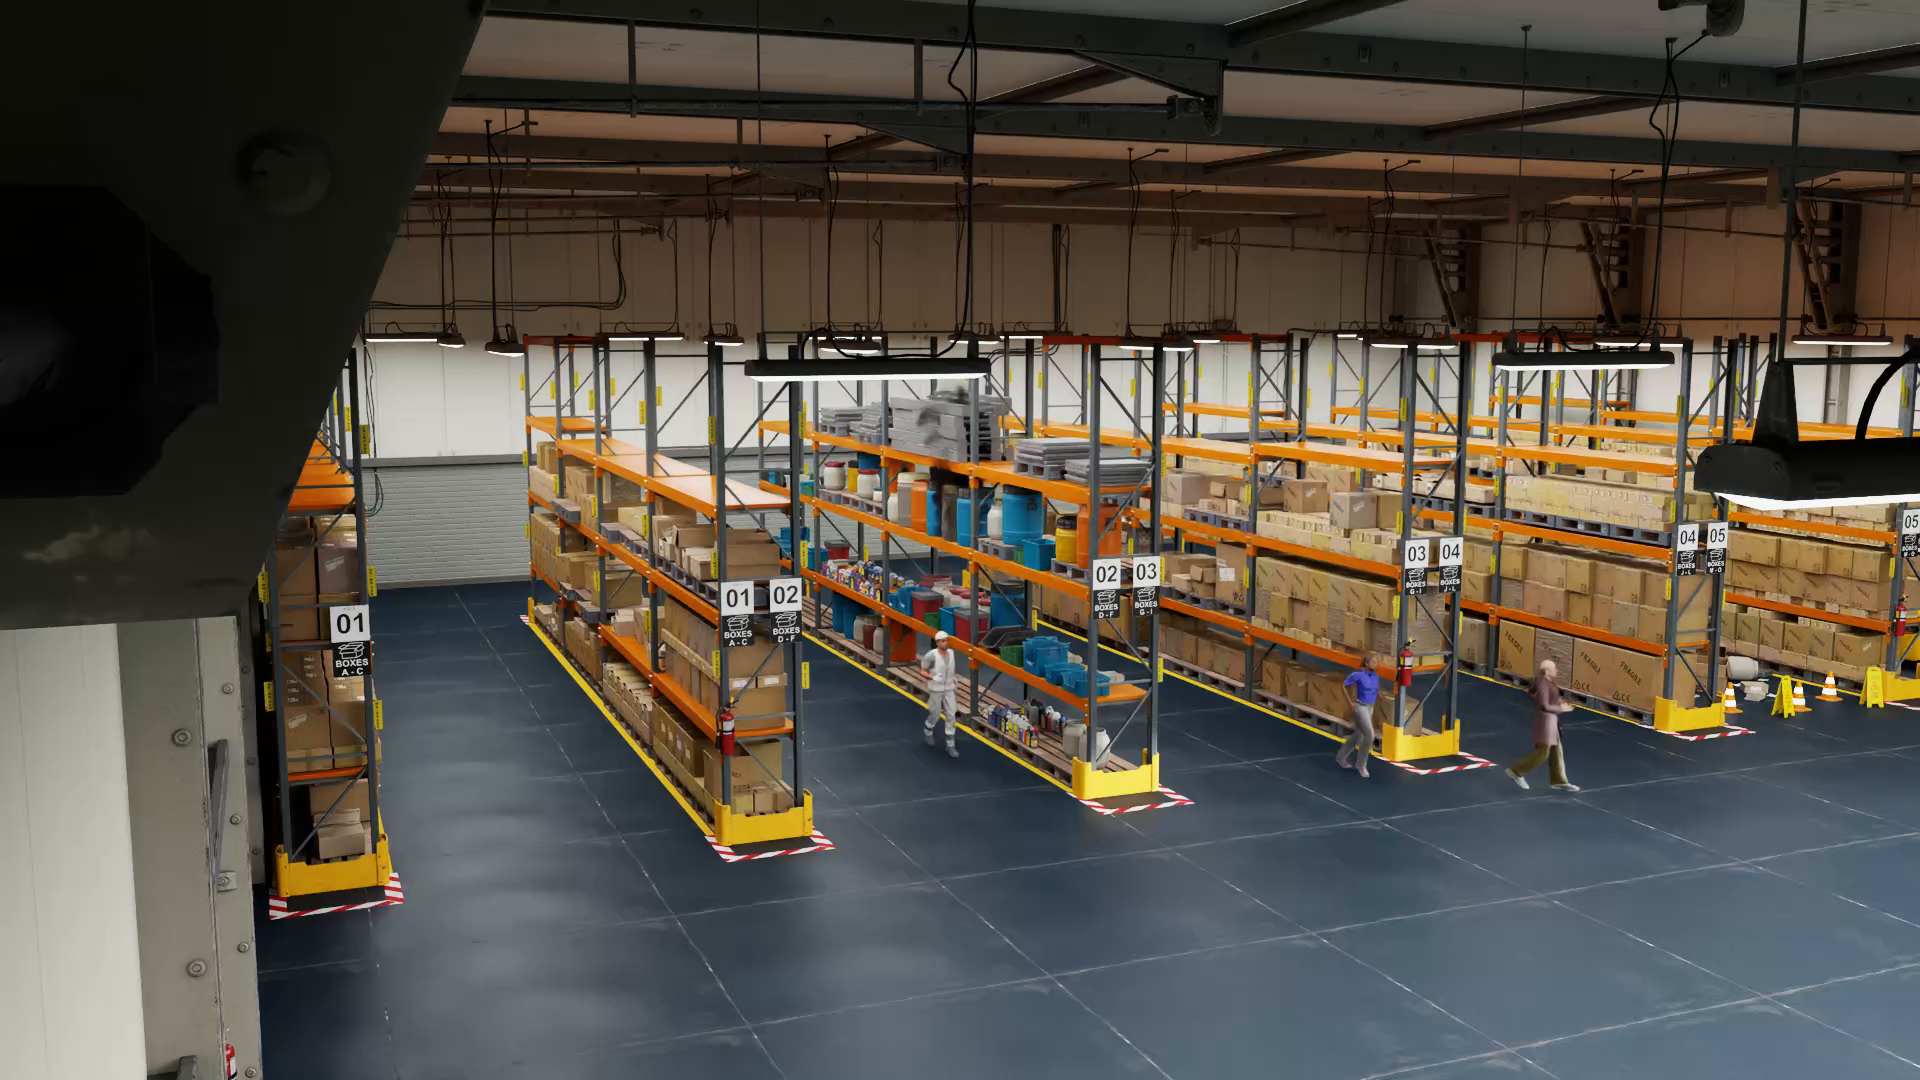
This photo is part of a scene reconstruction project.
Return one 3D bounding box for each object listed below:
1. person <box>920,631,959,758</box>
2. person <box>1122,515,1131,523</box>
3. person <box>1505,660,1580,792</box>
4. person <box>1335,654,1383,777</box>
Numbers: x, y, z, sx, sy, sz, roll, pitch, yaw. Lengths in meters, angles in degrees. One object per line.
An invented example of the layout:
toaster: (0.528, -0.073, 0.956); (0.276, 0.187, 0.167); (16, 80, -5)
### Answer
person: (-0.301, 2.213, 24.304); (0.630, 1.799, 0.922); (-4, 8, -25)
person: (4.030, 0.084, 40.624); (0.764, 1.711, 0.860); (2, 8, 17)
person: (7.832, 2.478, 22.264); (0.954, 1.765, 0.724); (3, 8, 20)
person: (5.650, 2.444, 23.357); (0.571, 1.694, 0.685); (-7, 11, -44)
